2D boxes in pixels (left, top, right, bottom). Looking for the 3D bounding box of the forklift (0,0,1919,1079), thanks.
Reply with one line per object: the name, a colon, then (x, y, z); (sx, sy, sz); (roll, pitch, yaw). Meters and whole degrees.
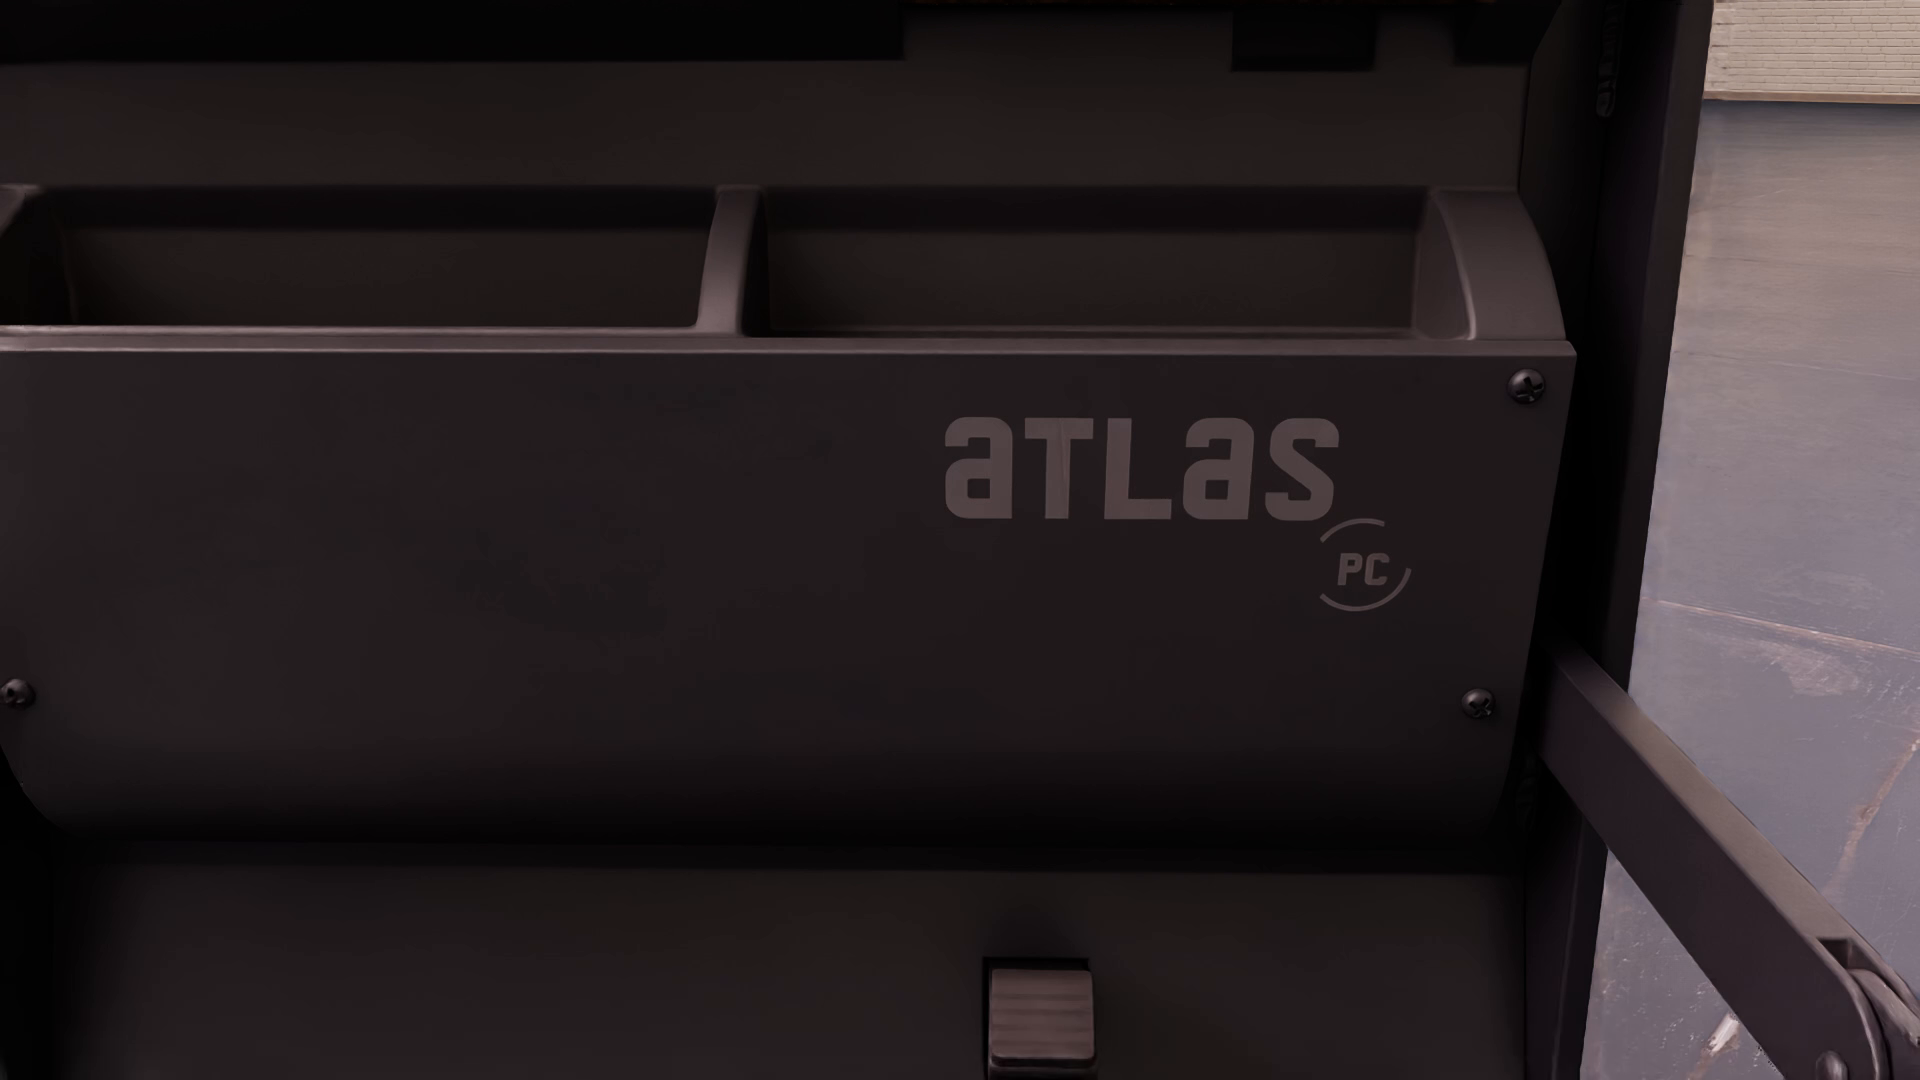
forklift: (-0.129, -0.529, 0.639); (1.130, 2.935, 3.031); (0, 17, 1)
